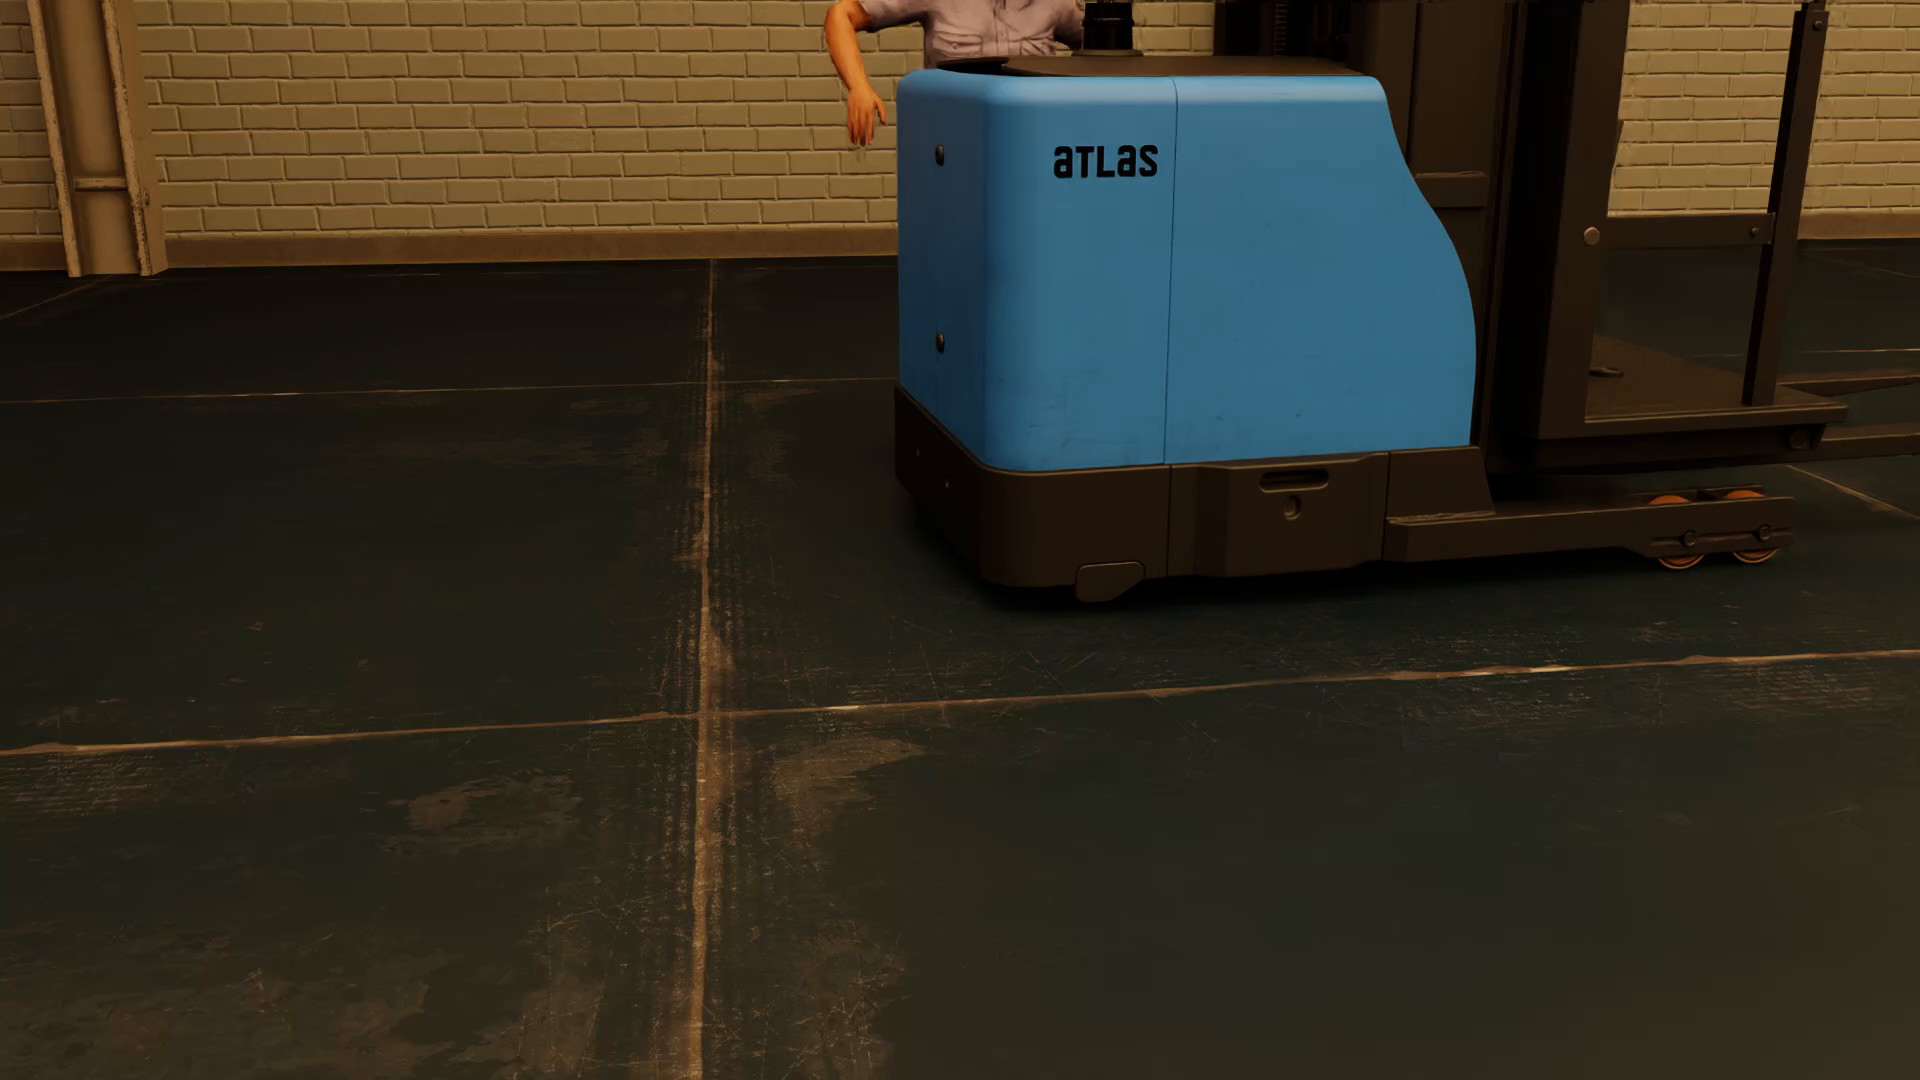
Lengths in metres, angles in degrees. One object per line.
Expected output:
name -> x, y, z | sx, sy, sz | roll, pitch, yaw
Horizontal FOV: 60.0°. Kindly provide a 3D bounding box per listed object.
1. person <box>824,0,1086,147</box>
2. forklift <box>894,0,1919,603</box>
person -> 0.165, -0.946, 4.342 | 0.957, 1.543, 0.763 | -6, 18, -18
forklift -> 1.408, -1.480, 3.799 | 3.031, 2.935, 1.130 | -4, 17, -13
